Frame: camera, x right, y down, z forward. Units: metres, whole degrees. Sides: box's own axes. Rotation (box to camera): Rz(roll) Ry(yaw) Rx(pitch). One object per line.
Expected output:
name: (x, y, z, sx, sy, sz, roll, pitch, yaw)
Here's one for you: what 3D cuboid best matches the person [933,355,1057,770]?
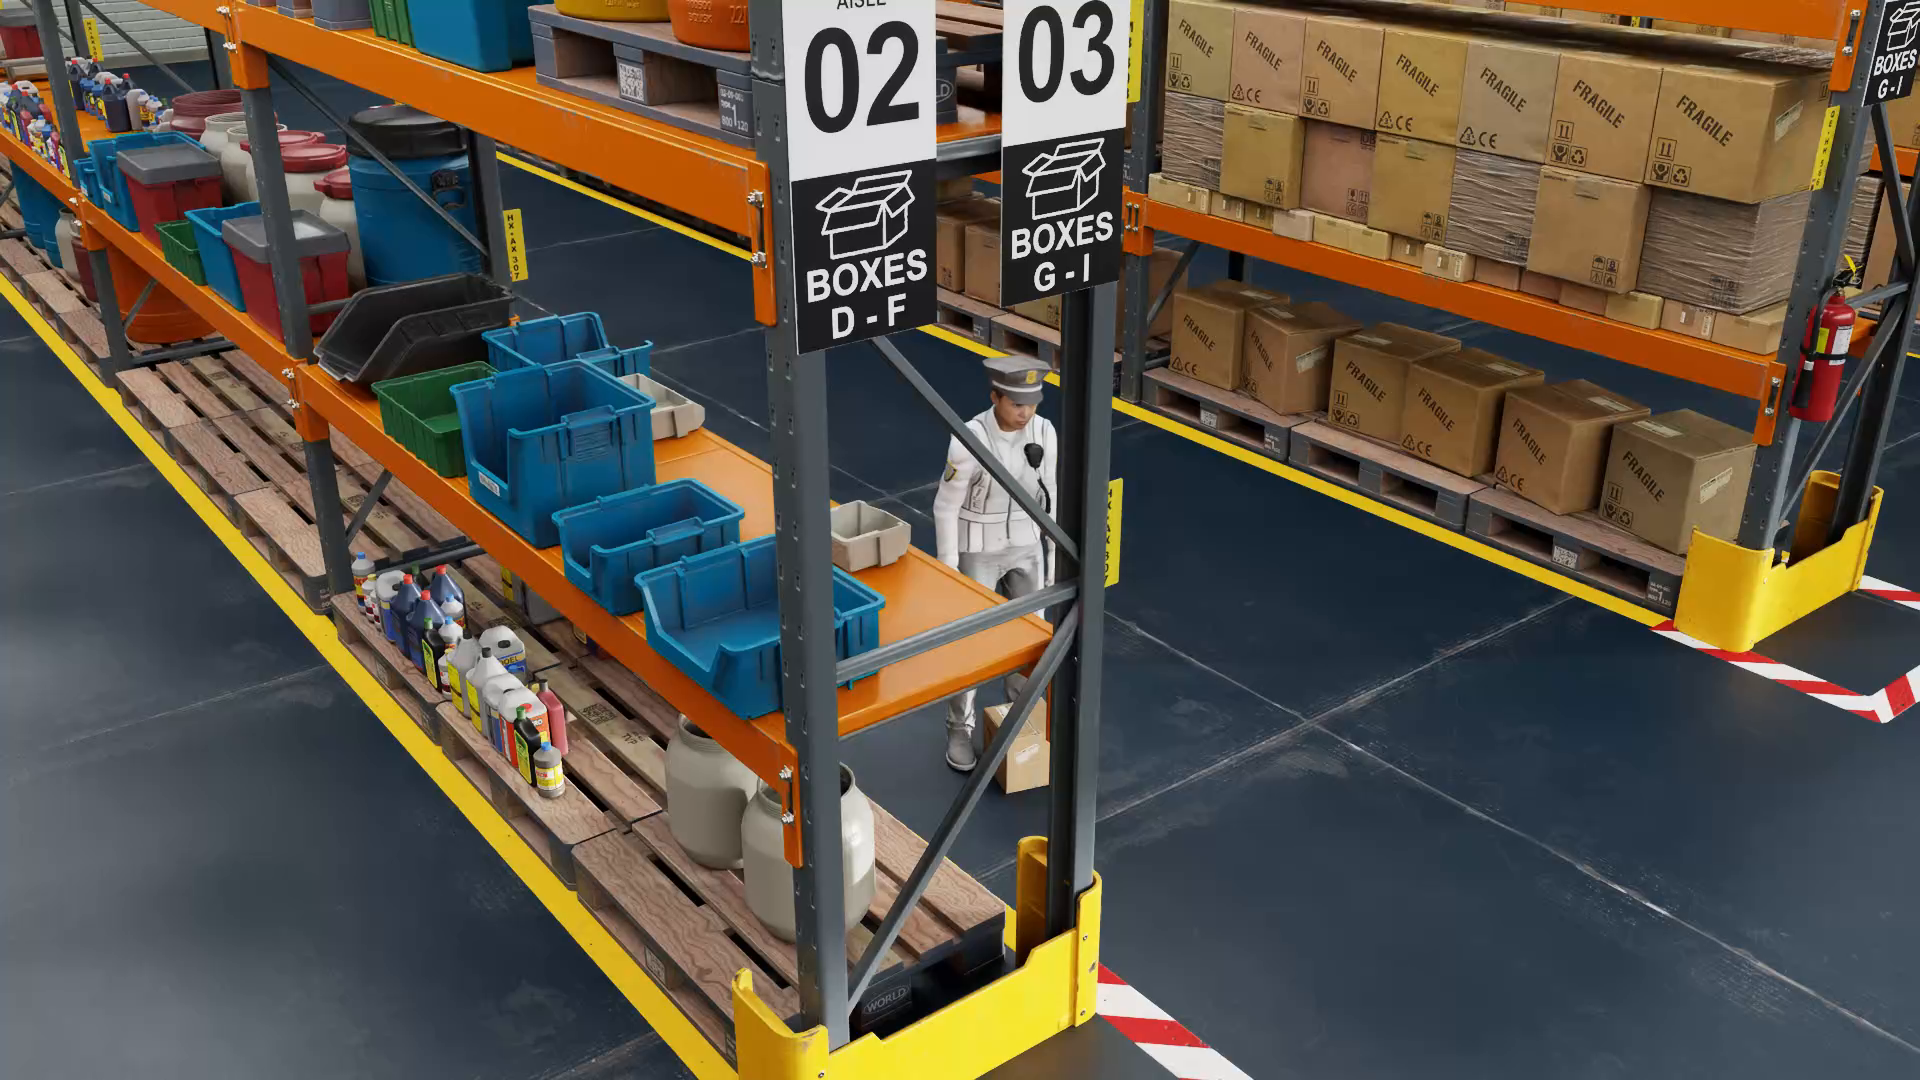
person: (0.168, 0.078, 6.433, 0.532, 1.663, 0.414, -10, 27, -20)
